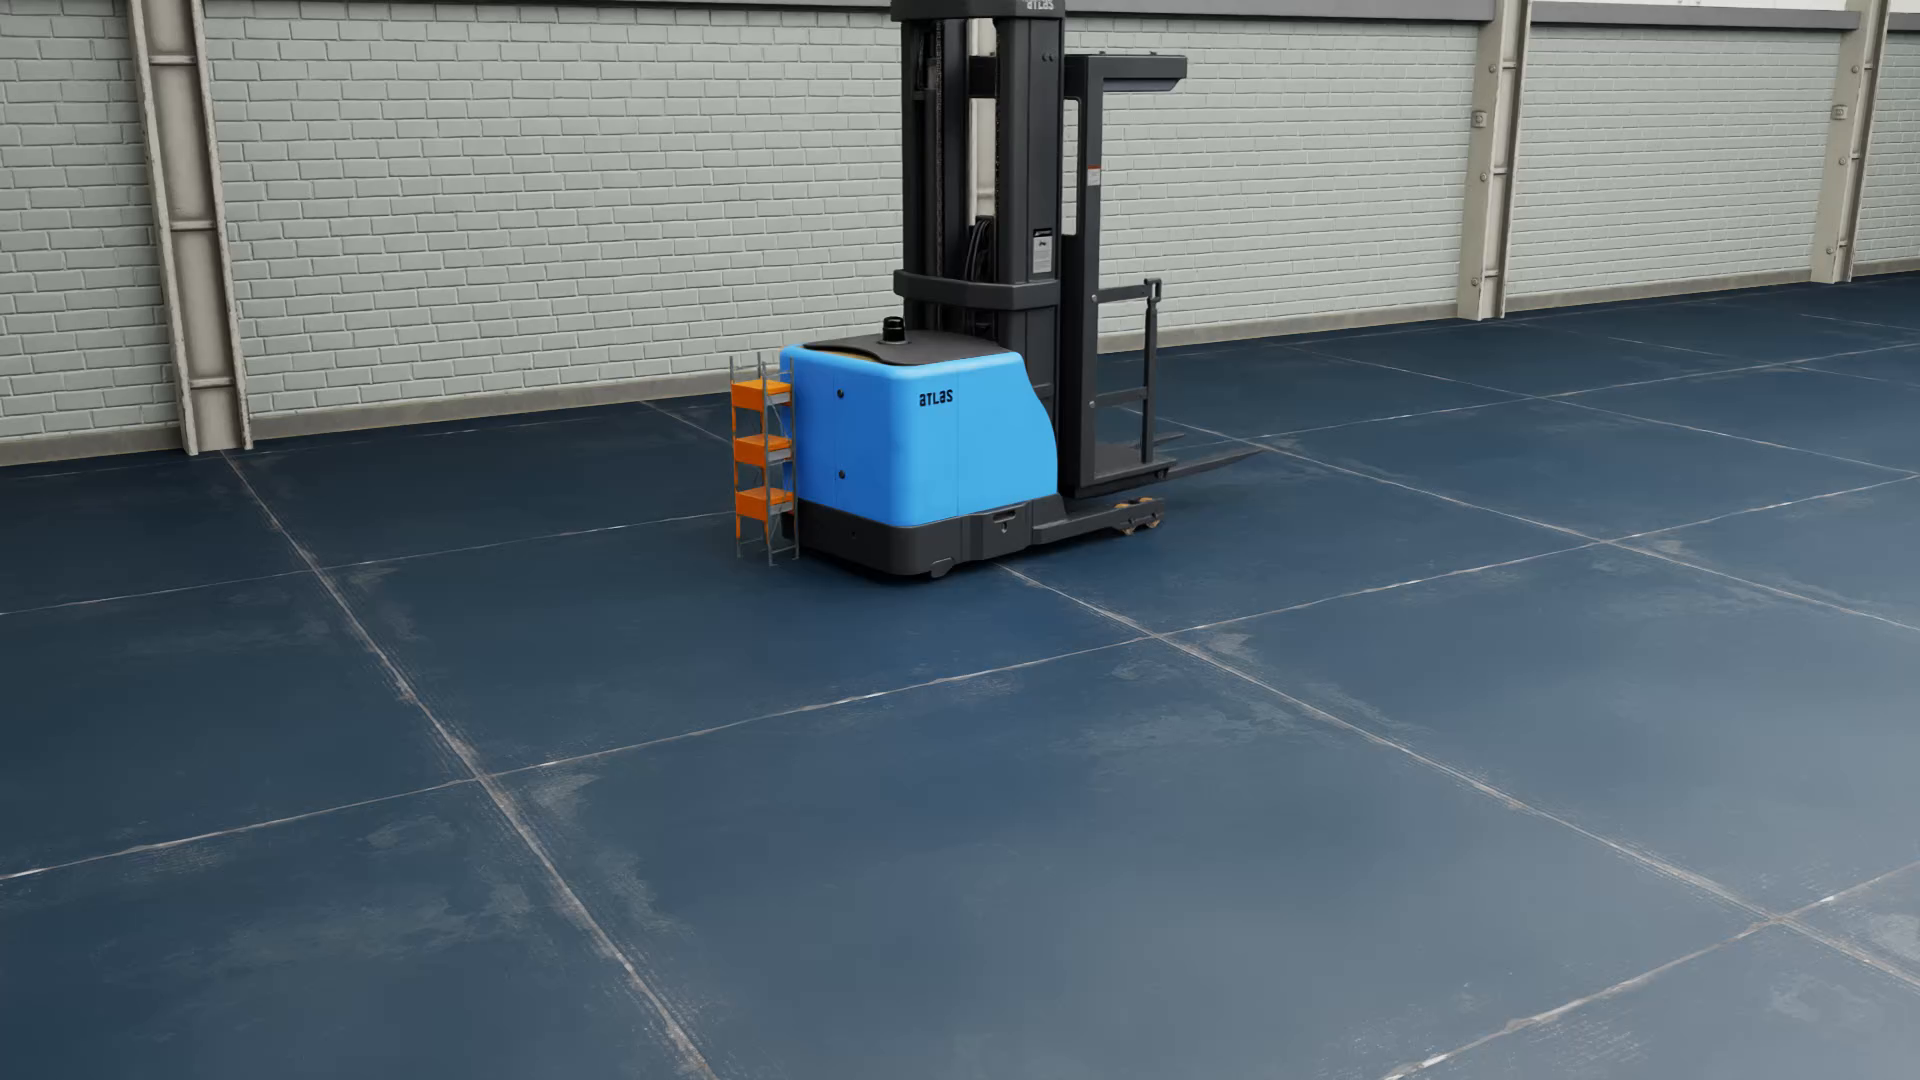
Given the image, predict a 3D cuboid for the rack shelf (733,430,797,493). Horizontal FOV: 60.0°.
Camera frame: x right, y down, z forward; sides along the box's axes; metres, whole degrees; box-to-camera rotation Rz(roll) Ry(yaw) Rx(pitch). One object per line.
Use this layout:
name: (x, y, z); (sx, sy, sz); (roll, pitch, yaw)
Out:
rack shelf: (-0.989, -0.400, 8.432); (0.240, 0.259, 0.215); (14, 21, 40)

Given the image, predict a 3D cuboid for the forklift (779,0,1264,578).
forklift: (0.494, -1.538, 8.966); (3.031, 2.935, 1.130); (-14, 21, -40)

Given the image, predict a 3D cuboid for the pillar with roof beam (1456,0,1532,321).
pillar with roof beam: (7.547, -5.621, 12.291); (0.400, 9.000, 9.100); (-9, 18, -30)

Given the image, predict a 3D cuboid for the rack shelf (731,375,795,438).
rack shelf: (-0.990, -0.674, 8.355); (0.240, 0.259, 0.215); (14, 21, 40)

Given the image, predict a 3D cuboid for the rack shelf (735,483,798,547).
rack shelf: (-0.989, -0.133, 8.507); (0.240, 0.259, 0.215); (14, 21, 40)

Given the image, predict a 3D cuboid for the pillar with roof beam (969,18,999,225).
pillar with roof beam: (2.404, -4.787, 9.316); (0.400, 9.000, 9.100); (-9, 18, -30)

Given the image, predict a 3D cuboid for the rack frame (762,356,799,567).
rack frame: (-0.899, -0.389, 8.350); (0.008, 1.050, 0.200); (14, 21, 40)

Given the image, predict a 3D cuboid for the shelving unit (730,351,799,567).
shelving unit: (-0.989, -0.411, 8.429); (0.252, 1.050, 0.215); (14, 21, 40)

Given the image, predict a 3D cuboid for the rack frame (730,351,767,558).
rack frame: (-1.080, -0.433, 8.508); (0.008, 1.050, 0.200); (14, 21, 40)

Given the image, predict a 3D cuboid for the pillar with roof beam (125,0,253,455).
pillar with roof beam: (-2.739, -3.953, 6.340); (0.400, 9.000, 9.100); (-9, 18, -30)

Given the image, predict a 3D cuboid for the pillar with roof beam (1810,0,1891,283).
pillar with roof beam: (12.690, -6.455, 15.266); (0.400, 9.000, 9.100); (-9, 18, -30)
